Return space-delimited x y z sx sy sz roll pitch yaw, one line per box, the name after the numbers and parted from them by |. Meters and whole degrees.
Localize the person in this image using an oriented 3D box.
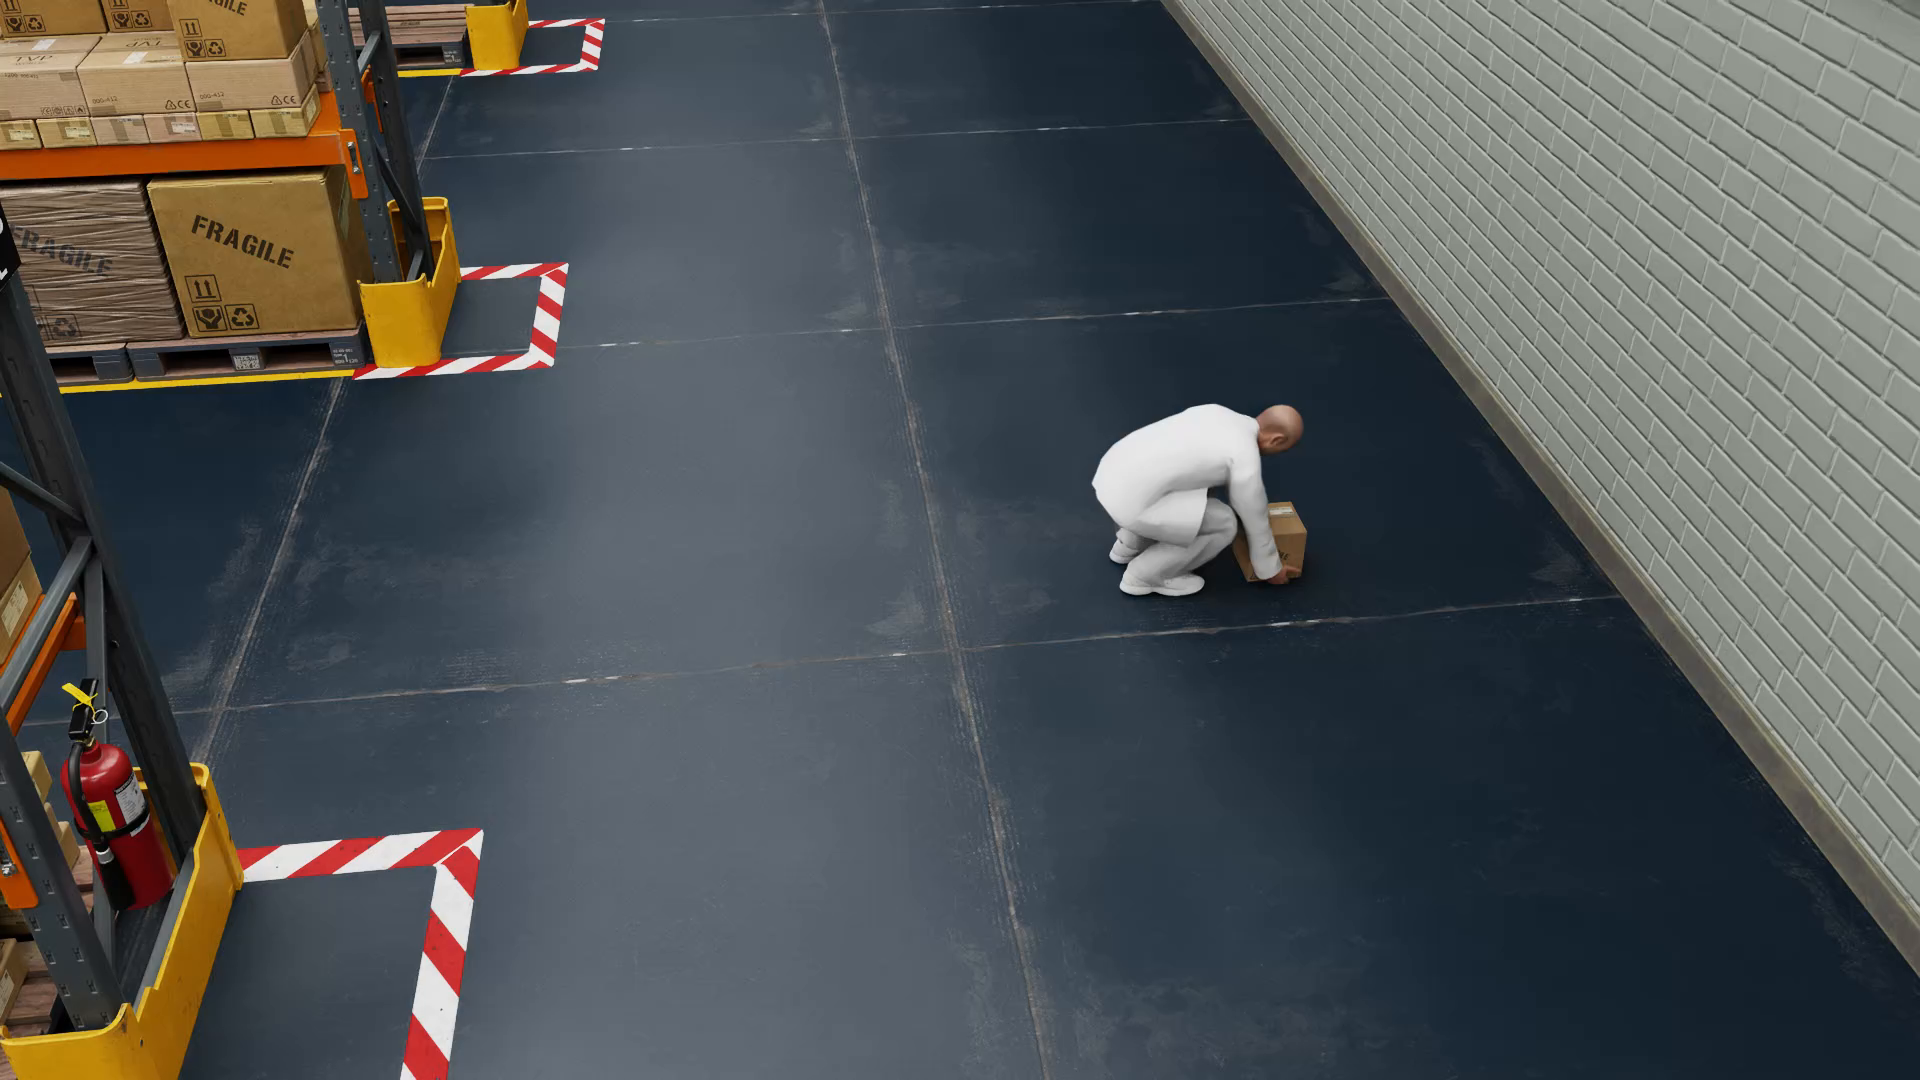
1.044 -0.176 7.324 0.938 0.827 0.577 -5 35 -7 | person
